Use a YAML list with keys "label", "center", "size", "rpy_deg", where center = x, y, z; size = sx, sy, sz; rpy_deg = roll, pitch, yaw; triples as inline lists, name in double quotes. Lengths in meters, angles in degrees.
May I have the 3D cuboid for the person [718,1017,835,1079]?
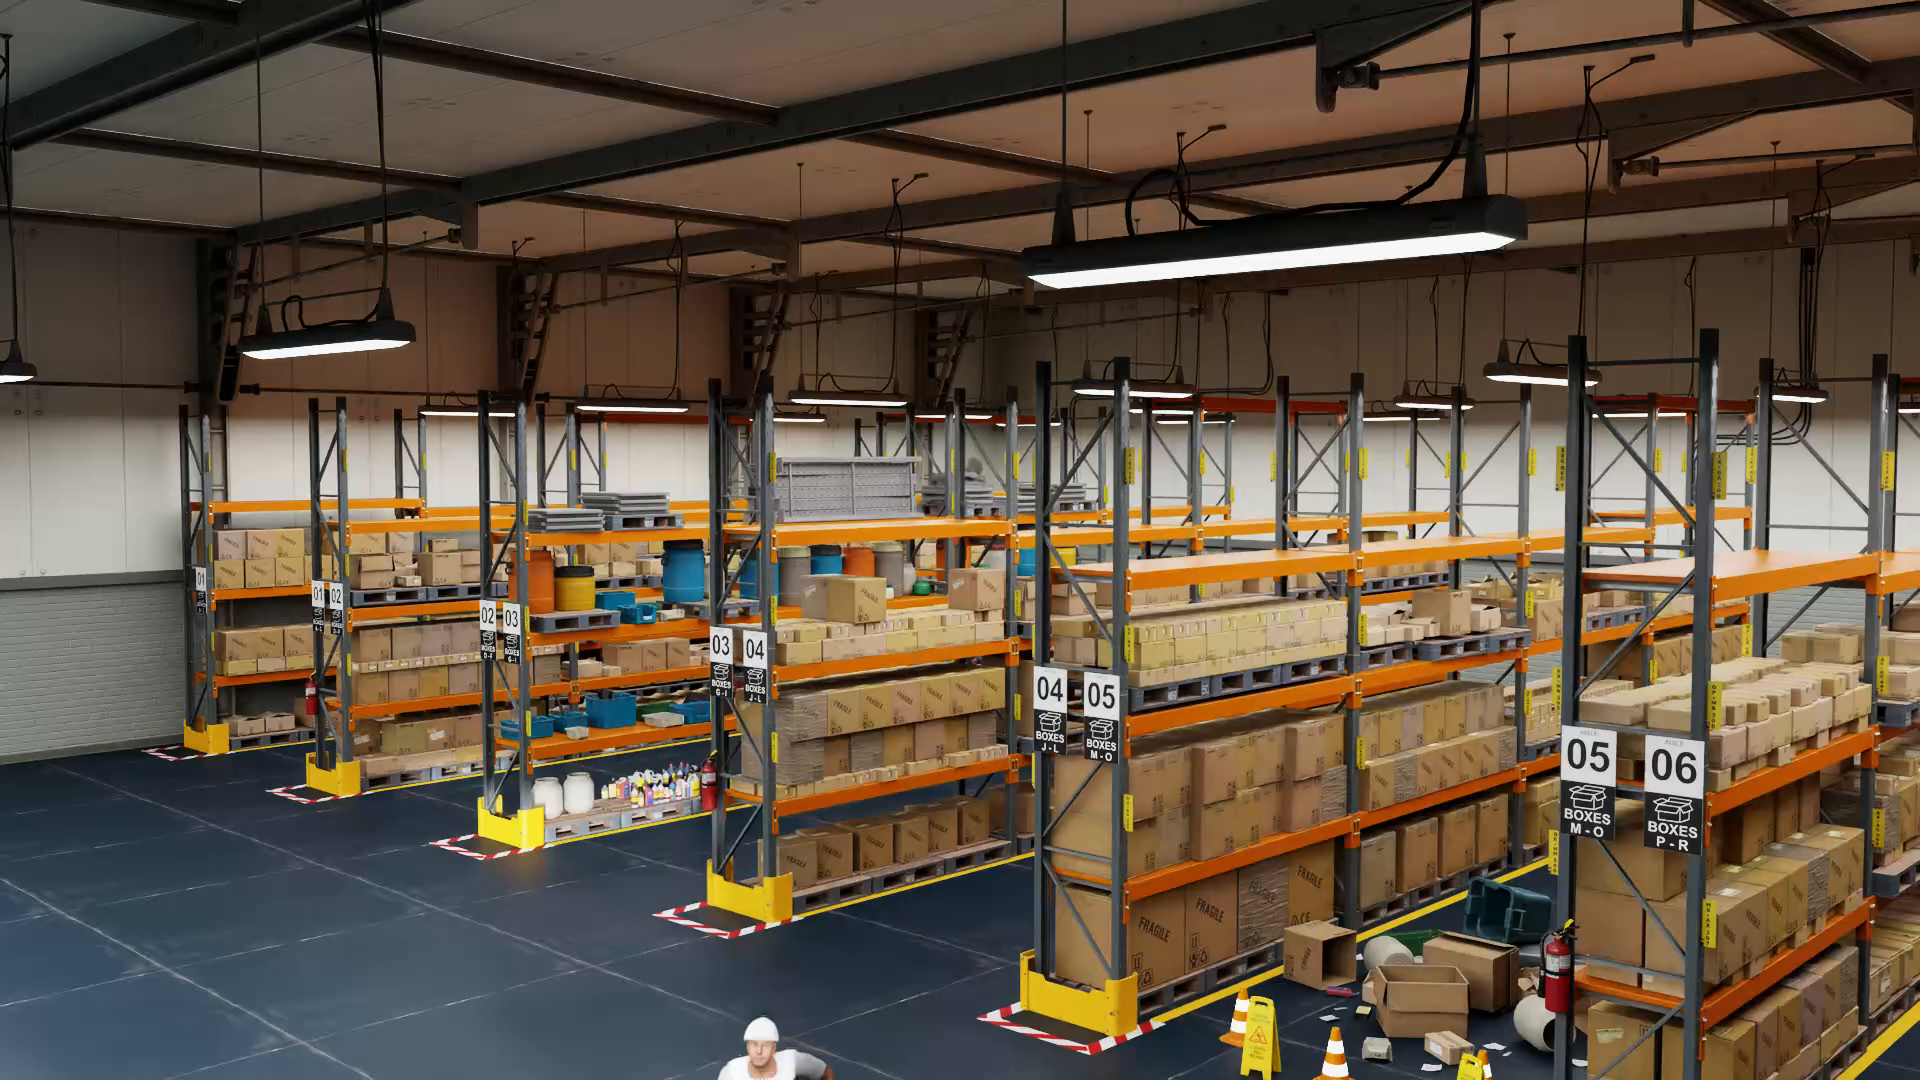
- label: "person"
  center: [-1.144, 3.748, 10.113]
  size: [0.726, 1.720, 0.728]
  rpy_deg: [0, 3, 3]
